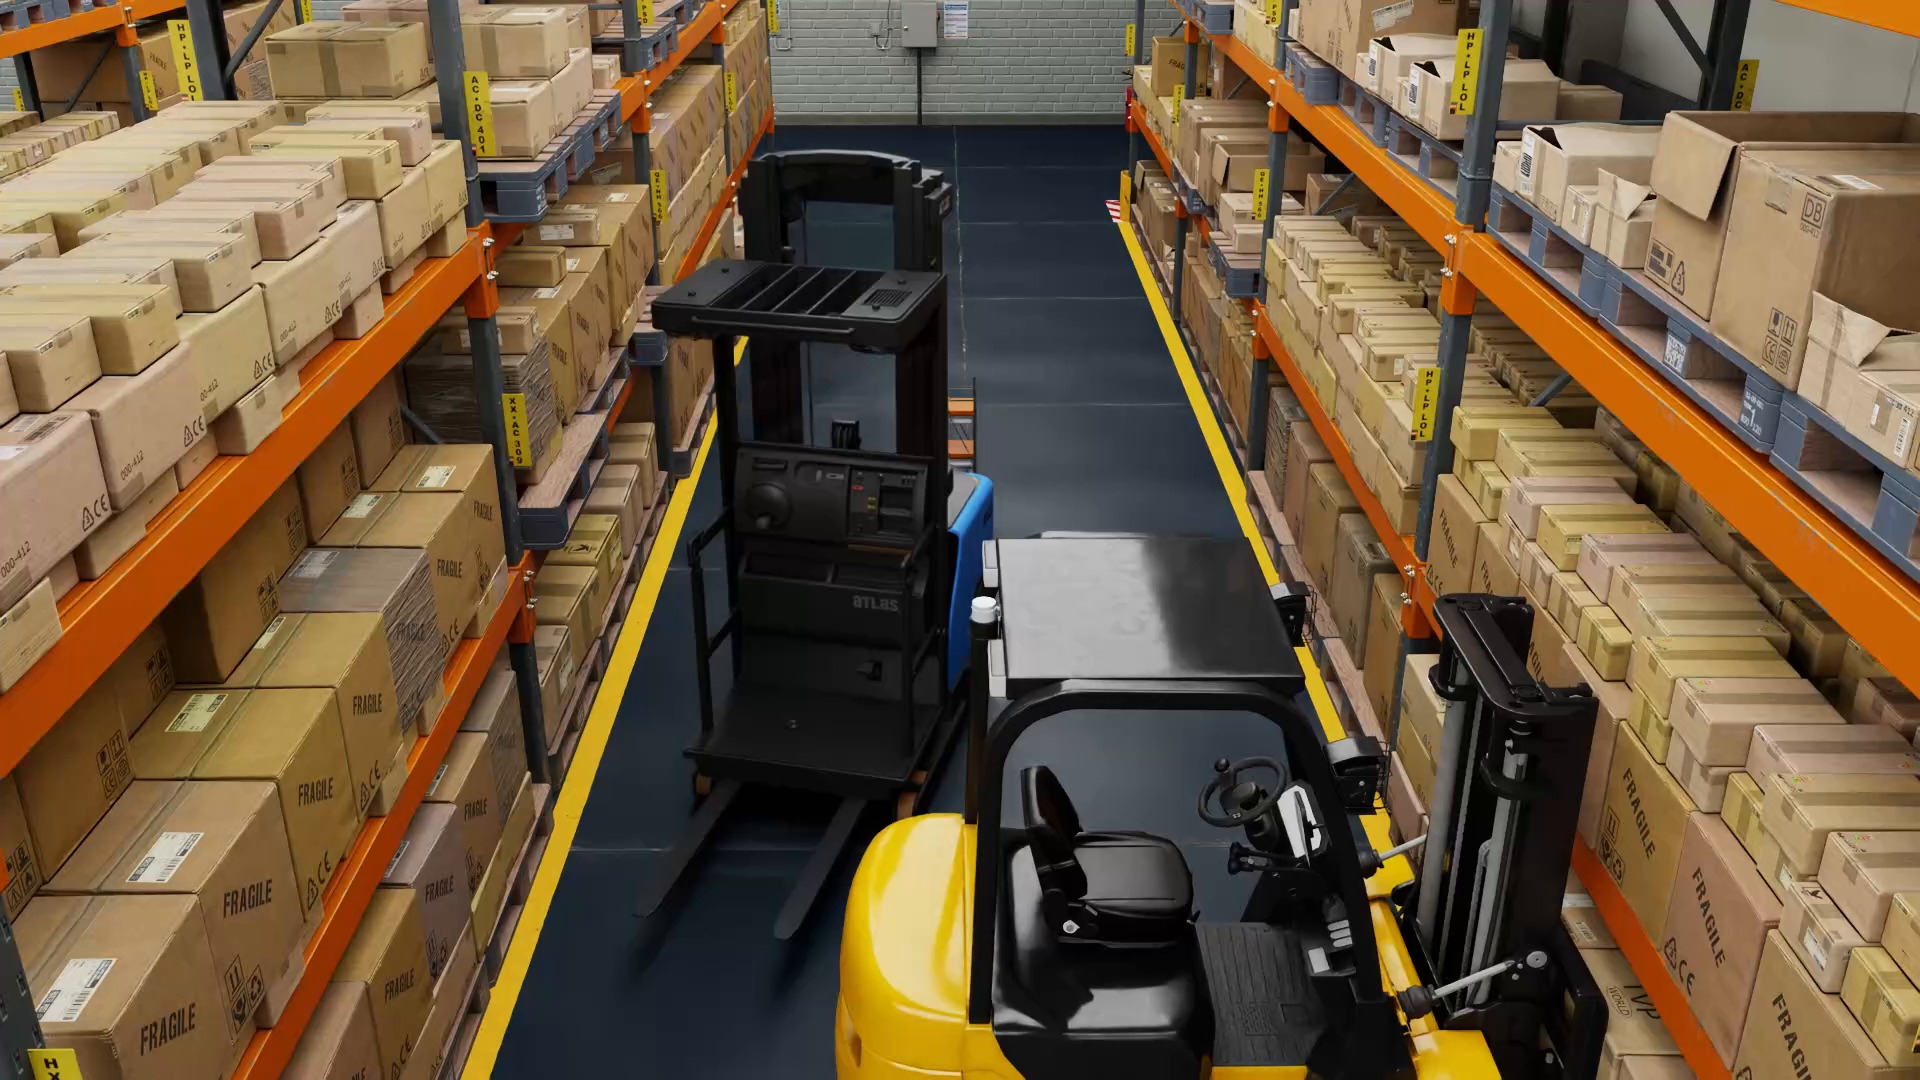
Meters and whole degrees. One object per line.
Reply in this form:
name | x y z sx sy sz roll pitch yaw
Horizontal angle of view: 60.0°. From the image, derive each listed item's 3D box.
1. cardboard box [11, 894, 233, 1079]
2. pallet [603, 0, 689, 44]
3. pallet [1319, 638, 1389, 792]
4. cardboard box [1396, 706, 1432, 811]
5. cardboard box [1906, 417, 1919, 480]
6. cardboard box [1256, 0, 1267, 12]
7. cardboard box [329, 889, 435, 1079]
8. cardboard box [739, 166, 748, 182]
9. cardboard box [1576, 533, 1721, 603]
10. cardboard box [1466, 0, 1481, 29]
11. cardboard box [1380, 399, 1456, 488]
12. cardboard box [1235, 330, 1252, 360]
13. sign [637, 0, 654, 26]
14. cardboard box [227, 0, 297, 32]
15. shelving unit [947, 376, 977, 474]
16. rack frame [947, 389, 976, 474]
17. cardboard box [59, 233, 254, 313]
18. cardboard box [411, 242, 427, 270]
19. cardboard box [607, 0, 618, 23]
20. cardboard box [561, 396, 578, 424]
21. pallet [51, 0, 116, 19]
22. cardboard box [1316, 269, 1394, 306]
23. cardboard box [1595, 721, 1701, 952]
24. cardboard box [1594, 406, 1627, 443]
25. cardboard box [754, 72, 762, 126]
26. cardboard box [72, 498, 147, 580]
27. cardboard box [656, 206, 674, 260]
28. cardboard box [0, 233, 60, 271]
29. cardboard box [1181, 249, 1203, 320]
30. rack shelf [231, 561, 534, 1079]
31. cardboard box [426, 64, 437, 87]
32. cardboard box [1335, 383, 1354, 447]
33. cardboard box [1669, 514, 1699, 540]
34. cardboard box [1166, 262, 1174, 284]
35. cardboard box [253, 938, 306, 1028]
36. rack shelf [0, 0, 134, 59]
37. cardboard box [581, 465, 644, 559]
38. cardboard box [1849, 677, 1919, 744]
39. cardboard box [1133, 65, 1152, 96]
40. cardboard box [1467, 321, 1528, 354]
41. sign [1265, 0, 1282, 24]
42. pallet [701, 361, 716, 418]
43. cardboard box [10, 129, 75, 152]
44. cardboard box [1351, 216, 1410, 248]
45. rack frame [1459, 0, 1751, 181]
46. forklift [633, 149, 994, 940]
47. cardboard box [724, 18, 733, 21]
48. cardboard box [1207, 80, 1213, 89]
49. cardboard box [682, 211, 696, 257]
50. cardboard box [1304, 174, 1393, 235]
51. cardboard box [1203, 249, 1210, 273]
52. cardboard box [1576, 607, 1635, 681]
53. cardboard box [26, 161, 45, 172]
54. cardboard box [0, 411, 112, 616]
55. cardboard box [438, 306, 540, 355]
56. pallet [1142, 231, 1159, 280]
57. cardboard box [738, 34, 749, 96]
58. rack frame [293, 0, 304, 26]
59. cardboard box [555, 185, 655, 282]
cardboard box | -2.121 1.203 3.969 0.500 0.500 0.500 -1 24 -1
pallet | -2.555 -3.723 11.931 1.003 0.211 1.213 1 24 2
pallet | 2.480 0.875 8.559 1.003 0.211 1.213 0 24 -1
cardboard box | 2.224 0.942 7.247 0.500 0.250 0.500 0 24 -1
cardboard box | 2.322 -0.274 3.324 0.500 0.500 0.500 1 24 1
cardboard box | 2.232 -3.683 11.311 0.380 0.149 0.250 0 24 -1
cardboard box | -2.133 1.534 5.635 0.500 0.500 0.500 0 24 0
cardboard box | -2.460 -3.765 18.035 0.875 0.438 0.875 -1 24 -2
cardboard box | 2.327 0.094 5.632 0.380 0.149 0.250 0 24 -1
cardboard box | 2.747 -2.978 9.606 0.500 0.250 0.500 0 24 -1
cardboard box | 2.266 -0.453 7.686 0.500 0.250 0.500 -1 24 -2
cardboard box | 2.191 -1.403 11.949 0.380 0.149 0.250 -1 24 -3
sign | -1.937 -3.320 10.184 0.100 0.325 0.005 0 24 -1
cardboard box | -7.262 -5.398 17.350 0.500 0.500 0.500 -1 24 -2
shelving unit | -0.001 -0.500 10.582 0.215 1.050 0.252 0 24 -1
rack frame | 0.001 -0.450 10.471 0.200 1.050 0.008 0 24 -1
cardboard box | -2.100 -0.703 4.363 0.380 0.149 0.250 0 24 1
cardboard box | -2.213 -1.087 6.179 0.380 0.149 0.250 0 24 0
cardboard box | -2.681 -3.727 11.080 0.700 0.500 0.500 -1 24 -3
cardboard box | -2.161 -0.700 8.453 0.380 0.149 0.250 0 24 0
pallet | -7.572 -4.327 13.265 1.213 0.211 1.003 0 24 -1
cardboard box | 2.217 -1.417 9.334 0.380 0.149 0.250 0 24 1
cardboard box | 2.300 0.884 5.034 0.500 0.500 0.500 -1 24 -2
cardboard box | 2.833 -0.438 6.810 0.380 0.149 0.250 0 24 0
cardboard box | -2.292 -4.442 16.810 0.500 0.500 0.500 0 24 1
cardboard box | -2.133 -0.027 3.836 0.380 0.149 0.250 0 24 1
cardboard box | -2.239 -2.086 11.297 0.500 0.250 0.500 0 24 -1
cardboard box | -2.601 -0.699 4.352 0.380 0.149 0.250 -1 24 -2
cardboard box | 2.220 -2.241 14.588 0.500 0.500 0.500 1 24 2
rack shelf | -2.415 1.084 5.587 1.077 0.370 4.000 0 24 -1
cardboard box | -2.588 -2.006 7.579 0.500 0.250 0.500 0 24 0
cardboard box | 2.274 -0.642 8.712 0.500 0.250 0.500 0 24 0
cardboard box | 2.861 0.017 6.164 0.380 0.149 0.250 0 24 0
cardboard box | 2.140 -2.509 15.608 0.380 0.149 0.250 -1 24 -2
cardboard box | -2.085 1.235 4.684 0.380 0.149 0.250 0 24 0
rack shelf | -7.451 -3.516 12.116 1.077 0.370 4.000 0 24 -1
cardboard box | -2.468 -0.174 10.173 0.950 0.372 0.625 -1 24 -2
cardboard box | 2.779 0.513 4.706 0.380 0.149 0.250 0 24 1
cardboard box | 2.132 -4.916 17.800 0.500 0.250 0.500 0 24 0
cardboard box | 2.784 -1.001 8.414 0.380 0.149 0.250 0 24 -1
sign | 1.941 -3.341 10.230 0.100 0.325 0.005 0 24 -1
pallet | -2.424 -1.273 13.308 1.003 0.211 1.213 0 24 -1
cardboard box | -7.265 -3.159 13.168 0.380 0.149 0.250 0 24 -1
cardboard box | 2.689 -1.948 10.509 0.380 0.149 0.250 1 24 1
rack frame | 2.527 -2.825 6.077 1.000 3.000 0.127 0 24 -1
forklift | -0.655 -0.169 7.567 1.130 2.935 3.031 6 25 13
cardboard box | -2.332 -4.819 15.643 0.380 0.149 0.250 0 24 -1
cardboard box | 2.672 -4.499 16.879 0.500 0.250 0.500 1 24 1
cardboard box | -2.257 -2.279 12.330 0.500 0.250 0.500 1 24 1
cardboard box | 2.634 -2.190 11.321 0.500 0.500 0.500 1 24 2
cardboard box | 2.272 -2.368 14.082 0.380 0.149 0.250 -1 24 -3
cardboard box | 2.264 0.337 5.457 0.380 0.149 0.250 -1 24 -2
cardboard box | -7.253 -2.807 12.751 0.380 0.149 0.250 0 24 0
cardboard box | -2.132 -0.062 3.429 0.500 0.250 0.500 -1 24 -2
cardboard box | -2.088 -0.932 7.391 0.380 0.149 0.250 0 24 -1
pallet | 2.417 -2.905 16.917 1.003 0.211 1.213 0 24 -1
cardboard box | -2.280 -4.482 15.686 0.500 0.500 0.500 0 24 0
rack frame | -7.516 -4.949 18.053 1.000 3.000 0.127 0 24 -1
cardboard box | -2.197 -1.903 10.325 0.500 0.500 0.500 -1 24 -2
